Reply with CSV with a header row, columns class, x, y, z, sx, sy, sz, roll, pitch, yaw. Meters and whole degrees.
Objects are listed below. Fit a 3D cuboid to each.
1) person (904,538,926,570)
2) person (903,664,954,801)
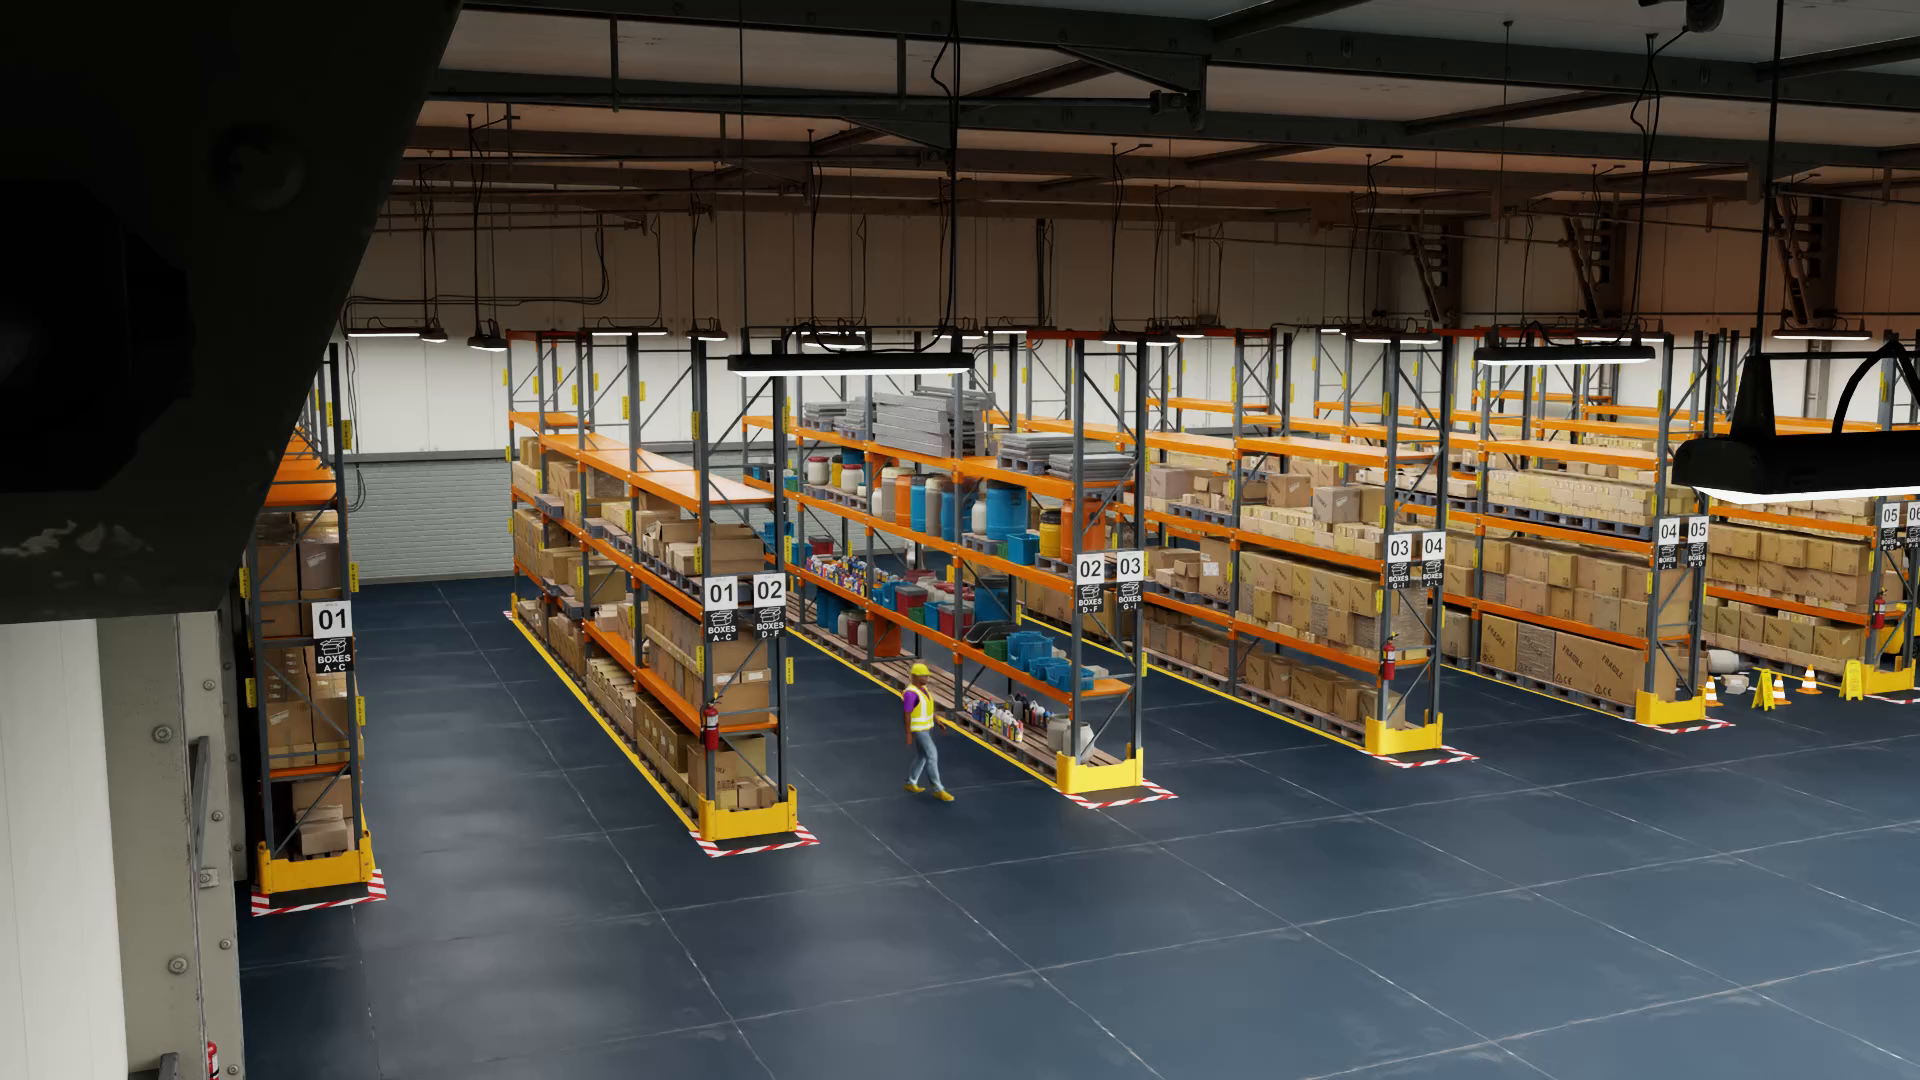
class,x,y,z,sx,sy,sz,roll,pitch,yaw
person,-1.014,0.473,36.922,0.486,1.686,0.446,3,8,20
person,-0.399,2.513,21.919,0.796,1.764,0.599,3,8,18
